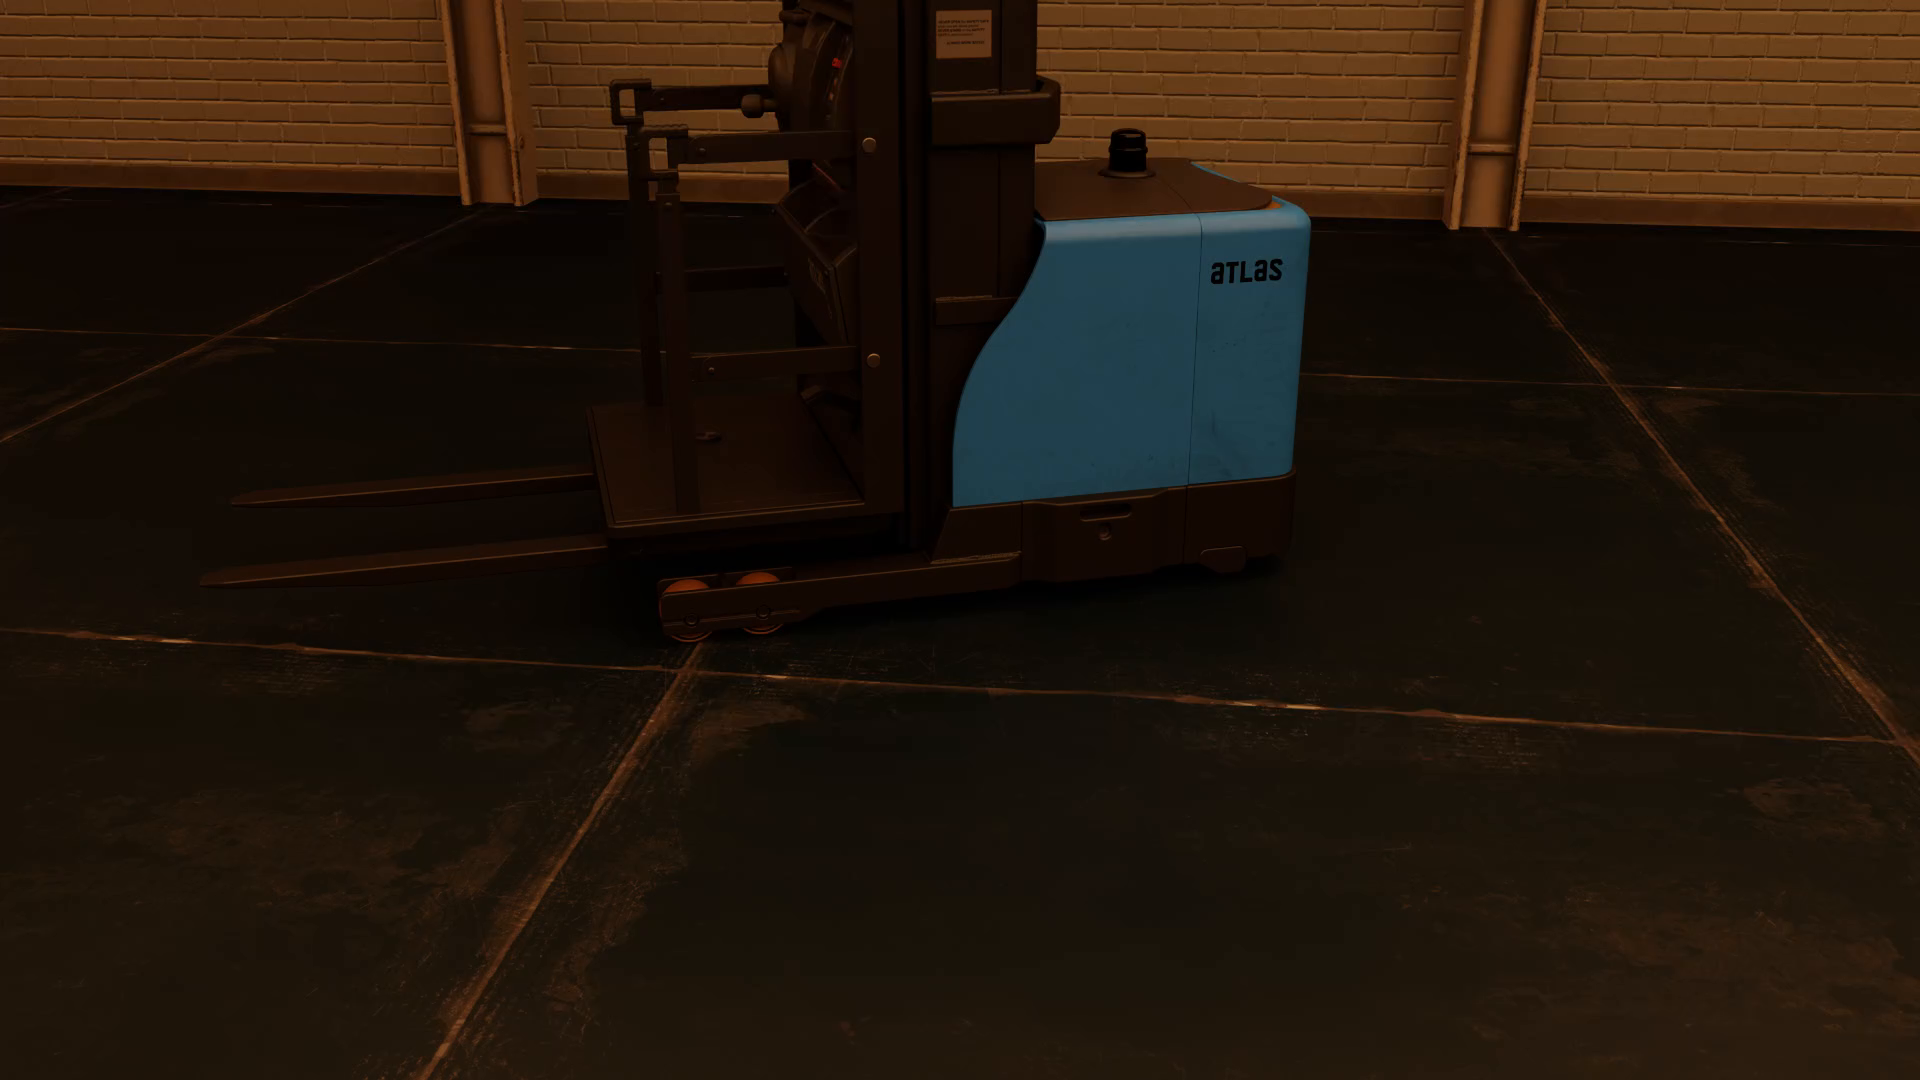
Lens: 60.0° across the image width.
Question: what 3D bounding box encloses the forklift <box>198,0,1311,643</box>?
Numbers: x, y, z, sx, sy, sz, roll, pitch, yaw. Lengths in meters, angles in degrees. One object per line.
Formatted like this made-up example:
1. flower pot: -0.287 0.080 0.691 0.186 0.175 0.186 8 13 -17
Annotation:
1. forklift: -0.588 -1.301 4.485 3.031 2.935 1.130 -6 23 -14
